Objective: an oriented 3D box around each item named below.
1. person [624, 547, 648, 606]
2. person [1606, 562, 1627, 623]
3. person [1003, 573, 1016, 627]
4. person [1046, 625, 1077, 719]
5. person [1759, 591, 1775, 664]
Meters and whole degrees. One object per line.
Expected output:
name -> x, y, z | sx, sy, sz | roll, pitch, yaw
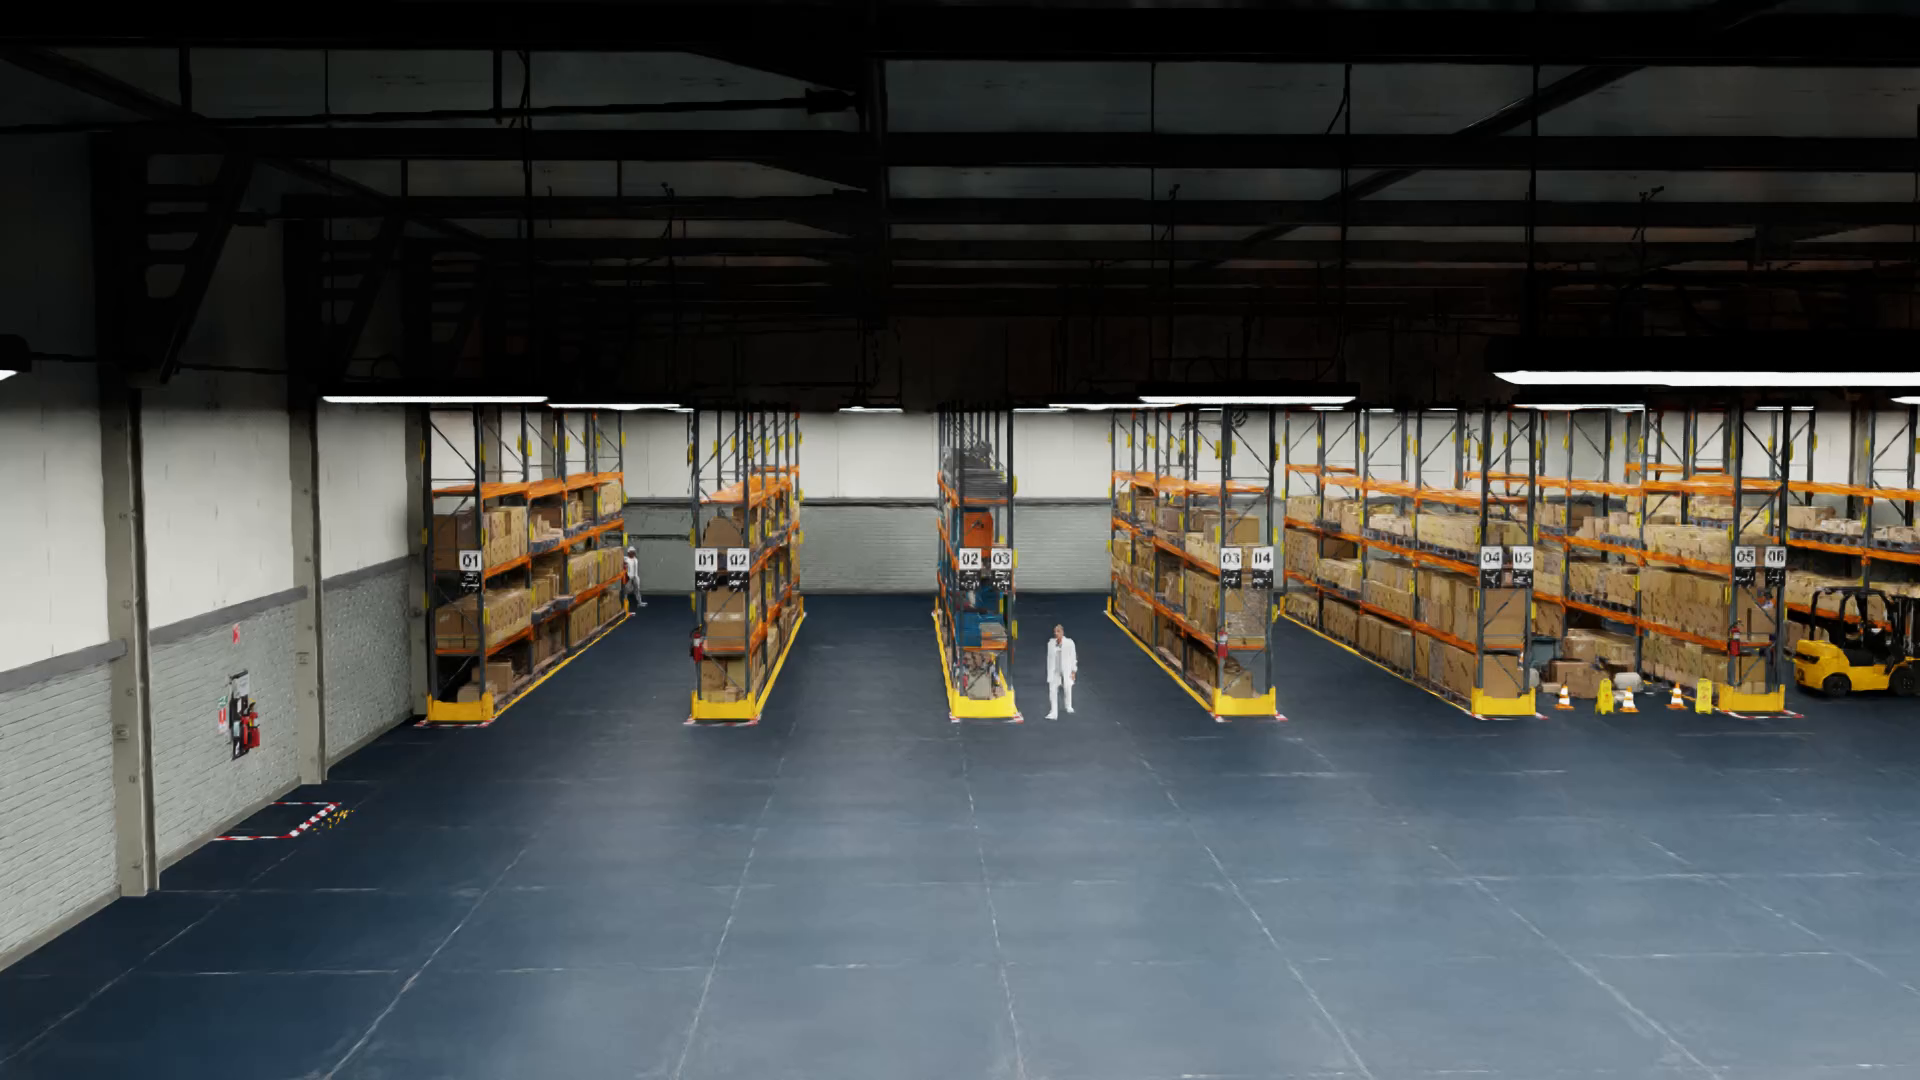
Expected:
person -> -9.692, 1.085, 49.223 | 0.575, 1.774, 0.734 | 3, 5, 36
person -> 18.043, 1.428, 45.514 | 0.558, 1.661, 0.659 | 1, 4, 8
person -> 1.331, 1.442, 44.402 | 0.451, 1.789, 0.605 | -3, 5, -30
person -> 1.907, 2.467, 31.354 | 0.614, 1.749, 0.956 | 1, 5, 17
person -> 18.527, 1.988, 38.239 | 0.554, 1.639, 0.569 | 2, 5, 23
